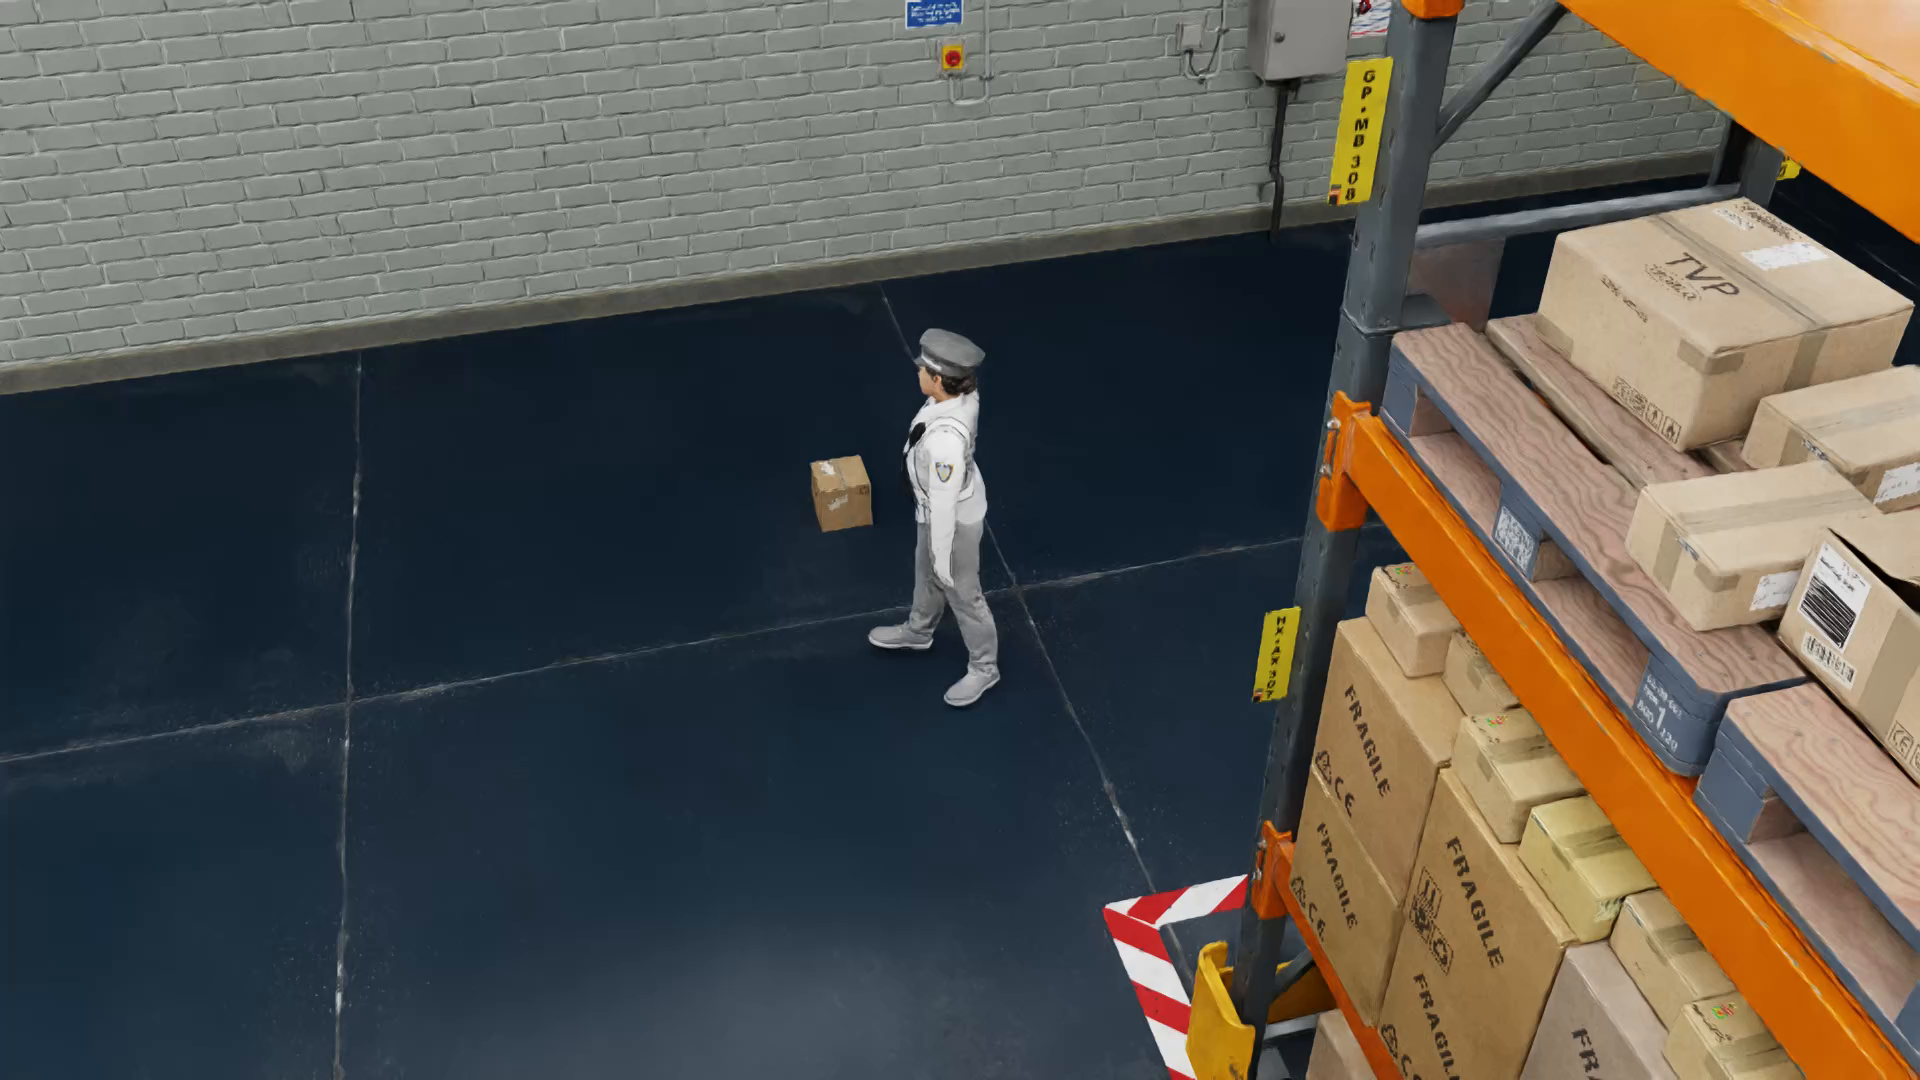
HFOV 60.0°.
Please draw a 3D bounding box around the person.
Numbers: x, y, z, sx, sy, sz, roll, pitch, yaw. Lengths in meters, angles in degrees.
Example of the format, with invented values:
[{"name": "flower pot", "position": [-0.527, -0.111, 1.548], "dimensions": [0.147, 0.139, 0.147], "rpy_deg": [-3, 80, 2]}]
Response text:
[{"name": "person", "position": [-0.117, -0.127, 6.829], "dimensions": [0.587, 1.672, 0.658], "rpy_deg": [1, 38, 1]}]
